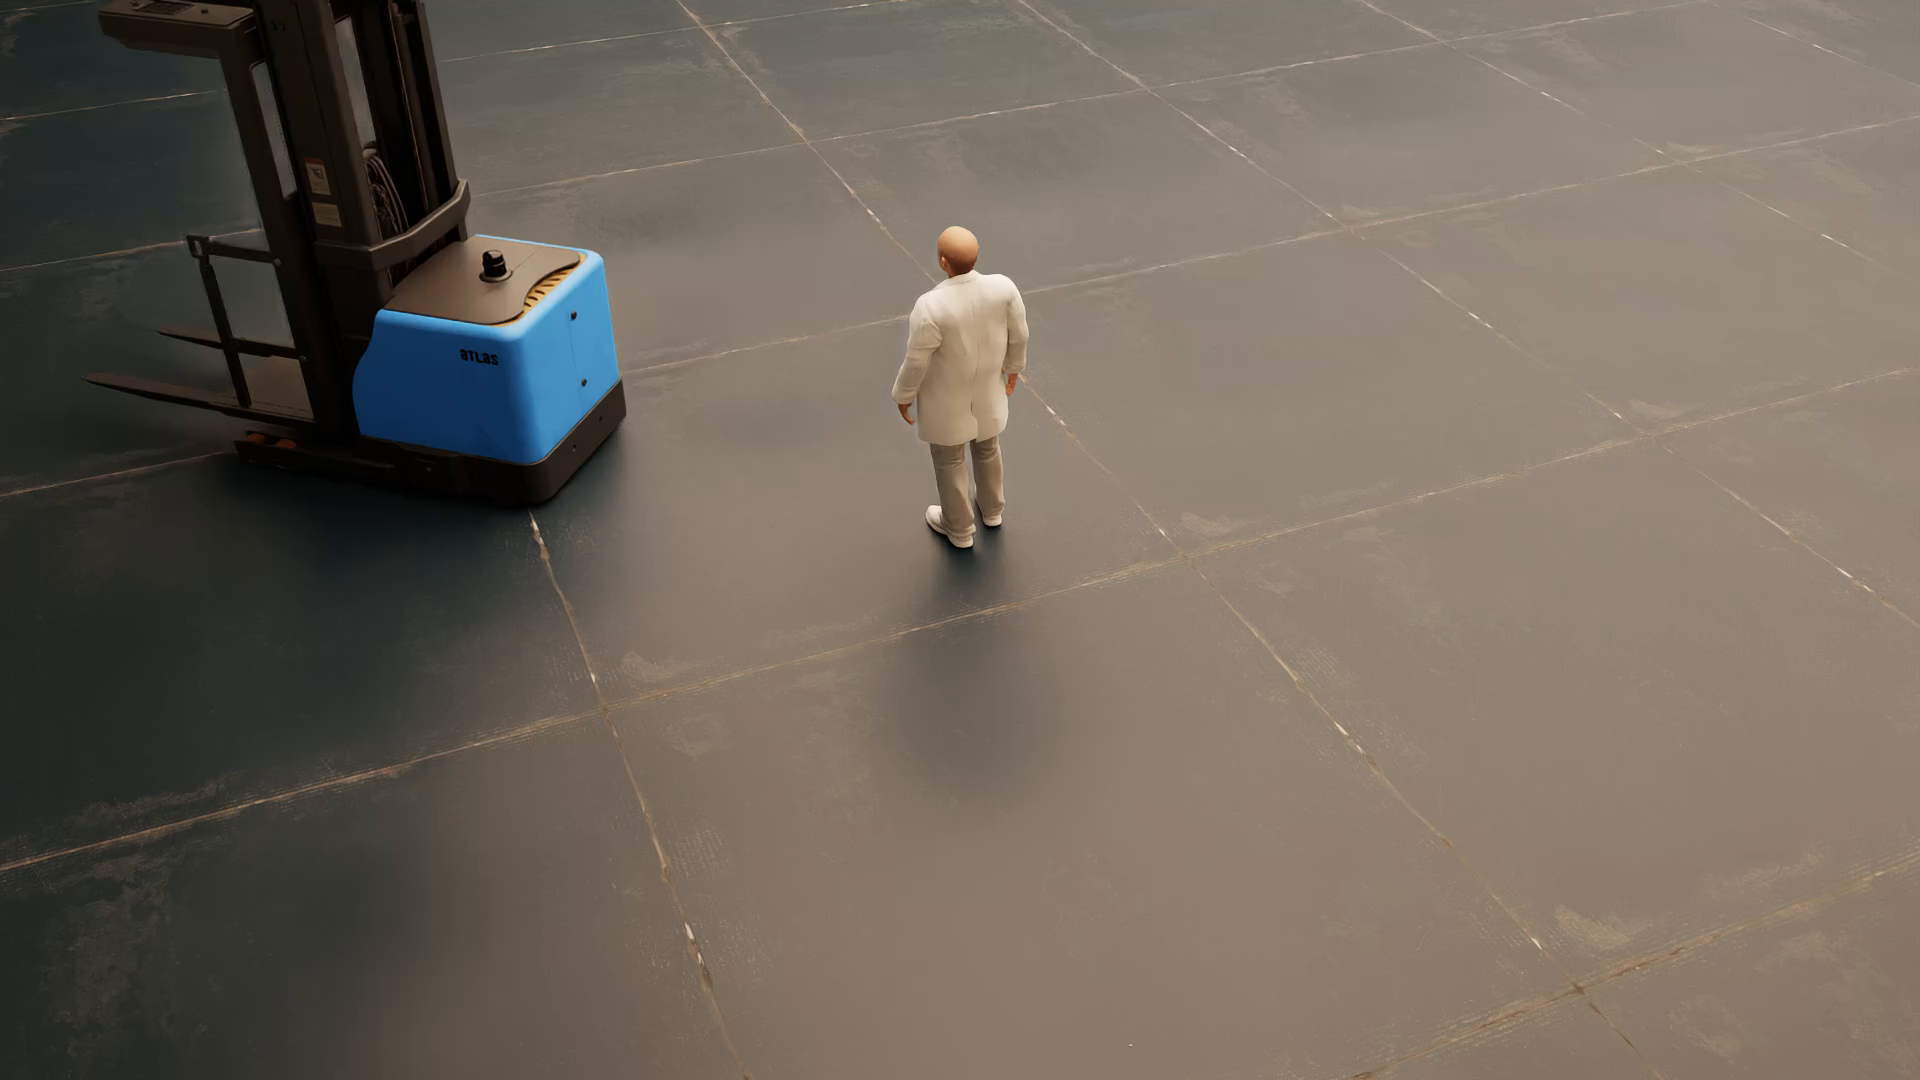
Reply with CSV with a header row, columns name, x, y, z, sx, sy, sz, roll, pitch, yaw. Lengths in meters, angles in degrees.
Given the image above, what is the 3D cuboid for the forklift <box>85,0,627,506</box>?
name,x,y,z,sx,sy,sz,roll,pitch,yaw
forklift,-3.483,-1.864,8.720,3.031,2.935,1.130,10,37,14

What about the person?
name,x,y,z,sx,sy,sz,roll,pitch,yaw
person,-0.032,-0.780,8.177,0.698,1.777,0.580,-14,38,-19
